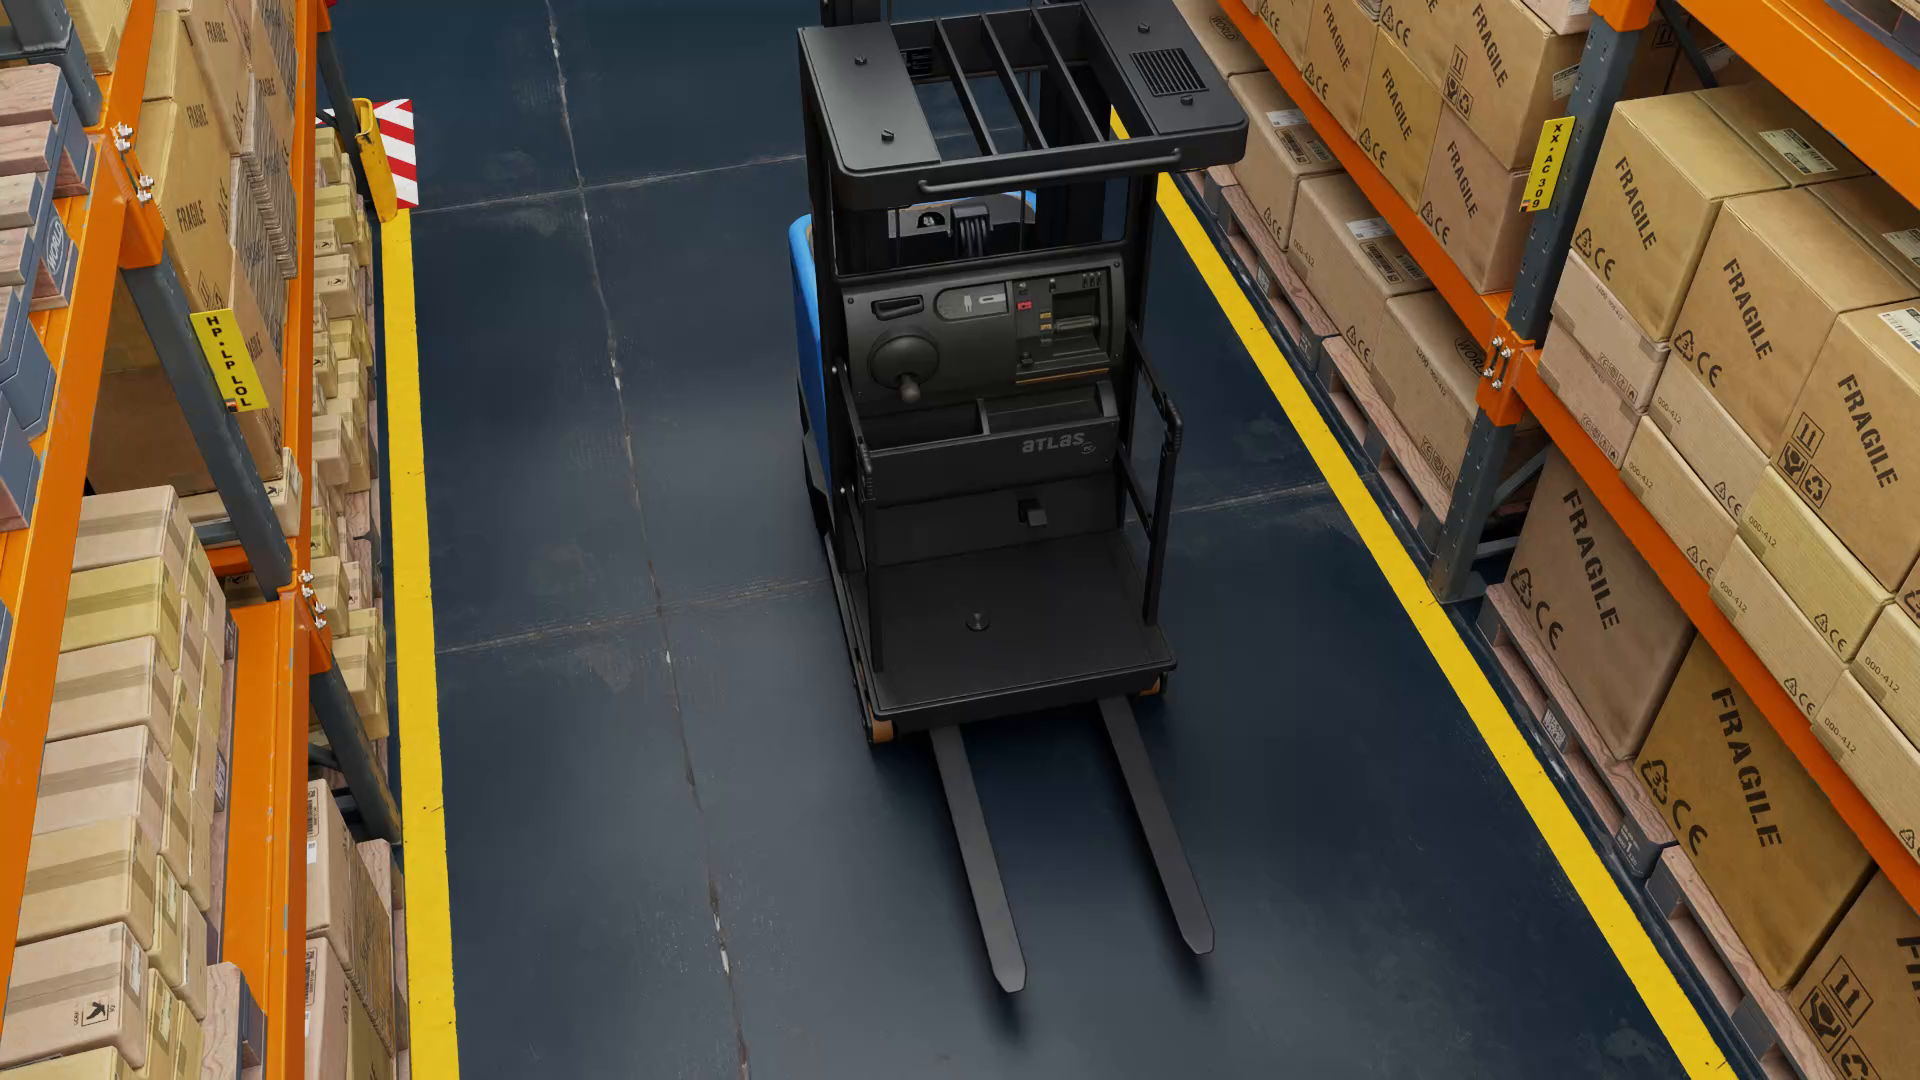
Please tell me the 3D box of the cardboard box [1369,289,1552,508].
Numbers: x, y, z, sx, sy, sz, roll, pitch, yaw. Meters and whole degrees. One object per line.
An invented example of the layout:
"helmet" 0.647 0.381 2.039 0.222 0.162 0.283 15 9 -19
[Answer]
"cardboard box" 2.285 -0.628 6.765 0.875 0.438 0.875 -11 47 -11

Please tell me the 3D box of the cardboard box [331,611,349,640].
"cardboard box" -2.352 0.330 5.820 0.380 0.149 0.250 -10 46 -10

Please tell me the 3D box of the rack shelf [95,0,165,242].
"rack shelf" -2.929 -2.129 5.139 1.077 0.370 4.000 -11 47 -10

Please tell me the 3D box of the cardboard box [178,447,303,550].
"cardboard box" -2.173 -0.117 4.940 0.380 0.149 0.250 -9 46 -9

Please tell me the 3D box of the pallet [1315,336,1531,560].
"pallet" 2.223 -0.488 7.080 1.003 0.211 1.213 -11 47 -10

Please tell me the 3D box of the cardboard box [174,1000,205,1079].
"cardboard box" -1.788 1.128 3.426 0.380 0.149 0.250 -9 46 -9

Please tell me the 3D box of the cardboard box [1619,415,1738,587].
"cardboard box" 2.333 -0.163 4.915 0.500 0.250 0.500 -12 47 -11

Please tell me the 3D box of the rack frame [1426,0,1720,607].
"rack frame" 2.342 -0.925 5.556 1.000 3.000 0.127 -11 47 -10

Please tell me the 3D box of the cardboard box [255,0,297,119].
"cardboard box" -2.812 -1.882 6.216 0.500 0.500 0.500 -11 47 -10

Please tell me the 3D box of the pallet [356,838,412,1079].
"pallet" -2.217 1.564 5.070 1.003 0.211 1.213 -11 47 -10

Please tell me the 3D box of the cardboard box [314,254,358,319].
"cardboard box" -2.735 -1.044 6.959 0.380 0.149 0.250 -9 46 -9

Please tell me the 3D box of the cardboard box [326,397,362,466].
"cardboard box" -2.567 -0.399 6.534 0.380 0.149 0.250 -11 47 -11

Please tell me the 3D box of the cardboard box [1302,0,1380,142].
"cardboard box" 1.696 -1.932 6.473 0.500 0.500 0.500 -11 47 -11

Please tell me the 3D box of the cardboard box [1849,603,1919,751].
"cardboard box" 2.578 0.365 4.047 0.500 0.250 0.500 -12 47 -12

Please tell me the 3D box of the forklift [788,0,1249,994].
"forklift" 0.136 -0.592 5.278 1.130 2.935 3.031 -9 46 -9

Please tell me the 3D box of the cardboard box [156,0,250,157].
"cardboard box" -2.544 -1.503 5.145 0.500 0.500 0.500 -10 46 -10

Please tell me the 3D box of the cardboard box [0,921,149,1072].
"cardboard box" -1.793 0.924 3.209 0.380 0.149 0.250 -13 47 -12

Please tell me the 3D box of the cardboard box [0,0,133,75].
"cardboard box" -2.281 -1.315 3.943 0.500 0.250 0.500 -9 46 -8

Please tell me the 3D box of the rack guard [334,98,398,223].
"rack guard" -3.422 -1.784 8.148 1.175 0.500 0.348 -11 47 -10

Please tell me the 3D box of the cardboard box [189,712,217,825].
"cardboard box" -1.995 0.581 3.962 0.380 0.149 0.250 -11 47 -10

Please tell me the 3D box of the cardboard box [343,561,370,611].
"cardboard box" -2.382 0.245 6.112 0.380 0.149 0.250 -11 47 -11

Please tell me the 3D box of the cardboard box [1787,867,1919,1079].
"cardboard box" 3.045 1.325 4.545 0.875 0.875 0.875 -10 46 -10

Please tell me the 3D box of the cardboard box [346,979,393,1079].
"cardboard box" -1.853 1.597 4.540 0.500 0.500 0.500 -12 47 -11

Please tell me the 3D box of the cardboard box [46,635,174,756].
"cardboard box" -1.992 0.389 3.734 0.380 0.149 0.250 -12 47 -12

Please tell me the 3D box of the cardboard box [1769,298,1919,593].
"cardboard box" 2.460 -0.260 4.135 0.500 0.500 0.500 -12 47 -11

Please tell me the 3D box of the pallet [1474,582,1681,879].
"pallet" 2.612 0.570 6.043 1.003 0.211 1.213 -11 47 -10

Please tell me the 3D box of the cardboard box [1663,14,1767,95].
"cardboard box" 2.454 -1.683 5.529 0.500 0.500 0.500 -10 46 -10

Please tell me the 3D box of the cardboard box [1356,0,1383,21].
"cardboard box" 1.693 -2.286 6.120 0.500 0.500 0.500 -10 46 -10

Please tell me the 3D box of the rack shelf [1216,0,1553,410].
"rack shelf" 1.830 -2.054 7.166 1.077 0.370 4.000 -11 47 -10

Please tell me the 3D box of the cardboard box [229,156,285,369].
"cardboard box" -2.434 -0.817 5.172 0.500 0.500 0.500 -11 47 -10

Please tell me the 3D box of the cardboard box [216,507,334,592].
"cardboard box" -2.431 0.051 5.886 0.380 0.149 0.250 -11 47 -11

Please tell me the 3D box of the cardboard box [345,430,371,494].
"cardboard box" -2.571 -0.297 6.643 0.380 0.149 0.250 -12 47 -11

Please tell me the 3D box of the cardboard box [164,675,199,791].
"cardboard box" -1.995 0.479 3.854 0.380 0.149 0.250 -9 46 -9

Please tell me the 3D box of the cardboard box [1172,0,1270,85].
"cardboard box" 1.584 -2.499 8.599 0.875 0.438 0.875 -12 47 -12

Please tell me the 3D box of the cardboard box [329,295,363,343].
"cardboard box" -2.750 -0.939 7.064 0.380 0.149 0.250 -10 46 -10

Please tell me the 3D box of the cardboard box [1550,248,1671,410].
"cardboard box" 2.182 -0.692 5.083 0.500 0.250 0.500 -12 47 -11

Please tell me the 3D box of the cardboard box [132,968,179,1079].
"cardboard box" -1.783 1.035 3.309 0.380 0.149 0.250 -11 47 -10

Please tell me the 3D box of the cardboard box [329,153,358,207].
"cardboard box" -3.030 -1.652 7.763 0.380 0.149 0.250 -12 47 -11

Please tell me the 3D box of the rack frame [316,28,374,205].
"rack frame" -3.441 -2.711 7.307 1.000 3.000 0.127 -11 47 -10

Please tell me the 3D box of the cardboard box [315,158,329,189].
"cardboard box" -3.052 -1.566 7.470 0.380 0.149 0.250 -10 46 -10

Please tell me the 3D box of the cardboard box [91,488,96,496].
"cardboard box" -2.717 -0.016 4.841 0.380 0.149 0.250 -11 47 -11

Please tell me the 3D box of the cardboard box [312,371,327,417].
"cardboard box" -2.655 -0.489 6.414 0.380 0.149 0.250 -12 47 -12

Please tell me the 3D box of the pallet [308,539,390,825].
"pallet" -2.623 0.569 6.044 1.003 0.211 1.213 -11 47 -10

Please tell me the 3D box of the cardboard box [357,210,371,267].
"cardboard box" -2.941 -1.376 7.700 0.380 0.149 0.250 -9 46 -9
